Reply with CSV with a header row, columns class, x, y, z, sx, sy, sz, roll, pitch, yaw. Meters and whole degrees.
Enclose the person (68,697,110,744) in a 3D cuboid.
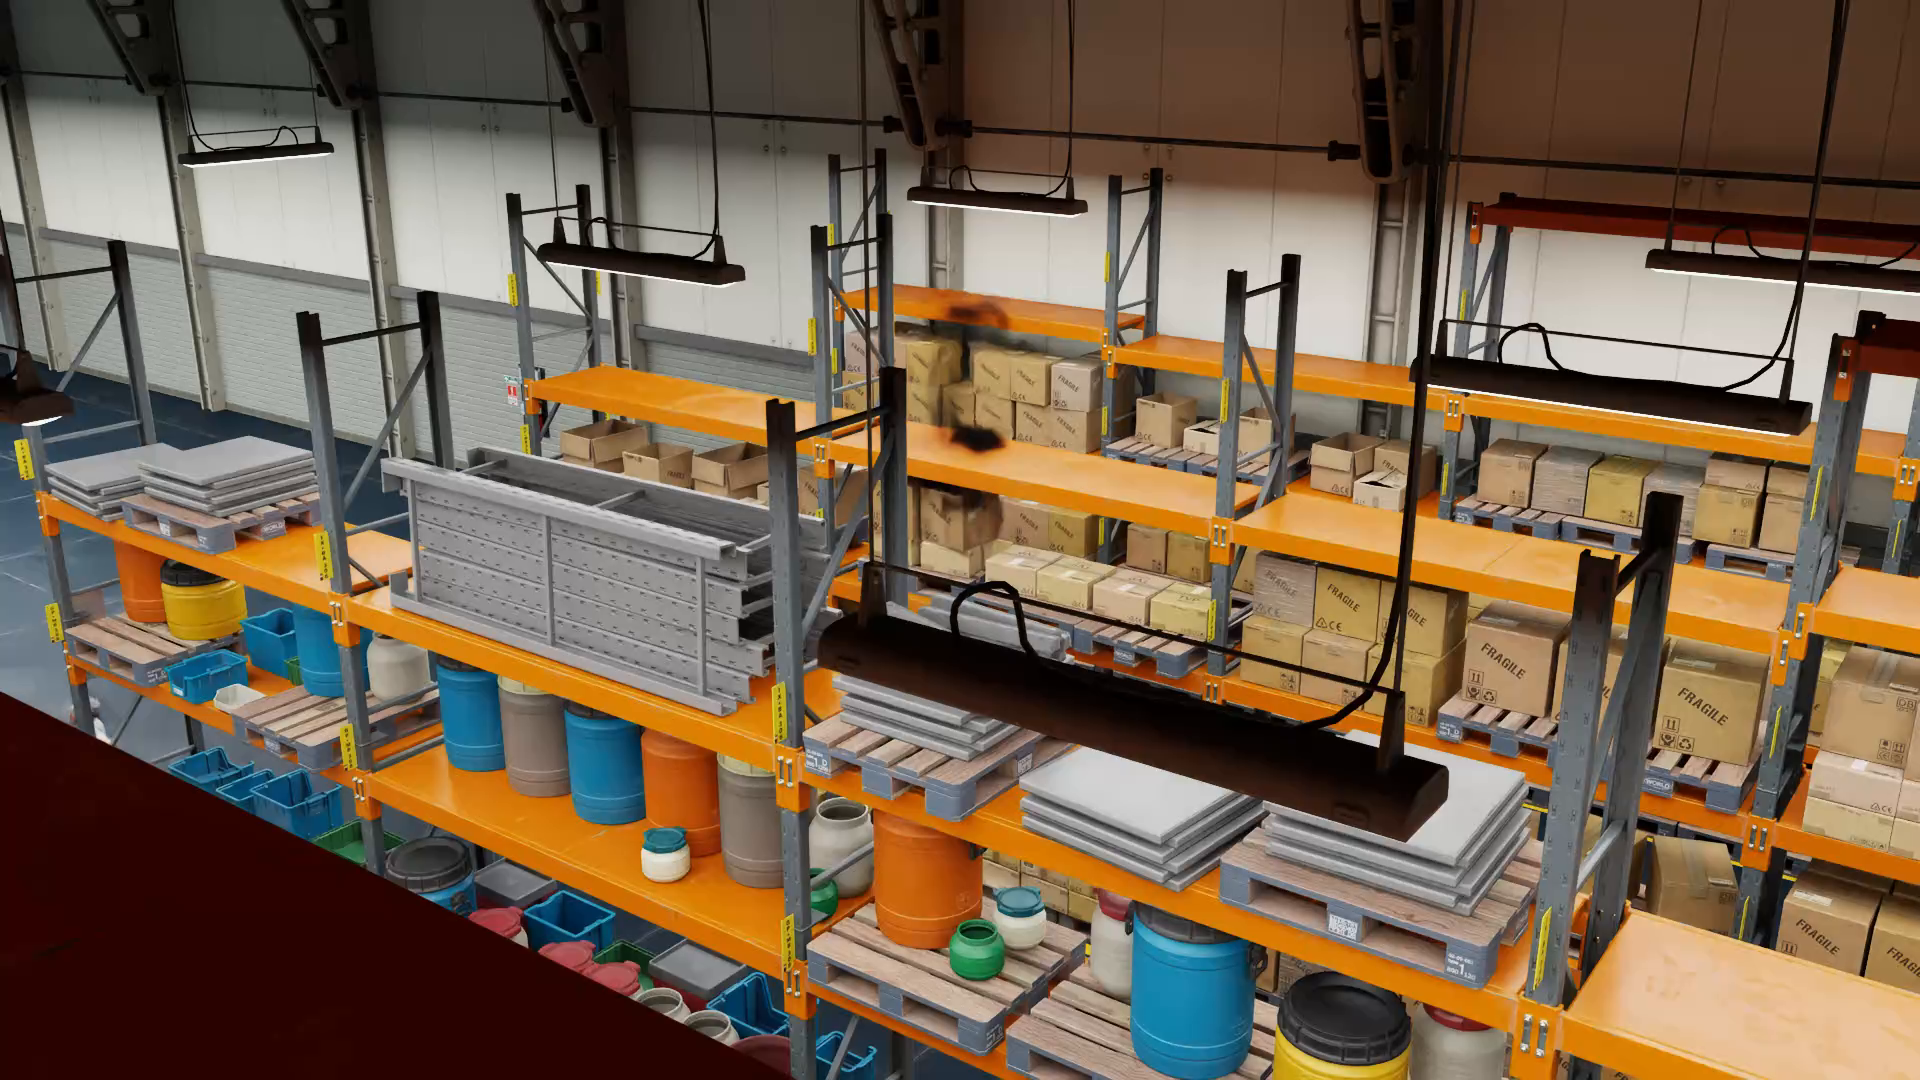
class,x,y,z,sx,sy,sz,roll,pitch,yaw
person,-8.111,2.254,15.678,0.910,1.713,0.583,-6,19,-17
